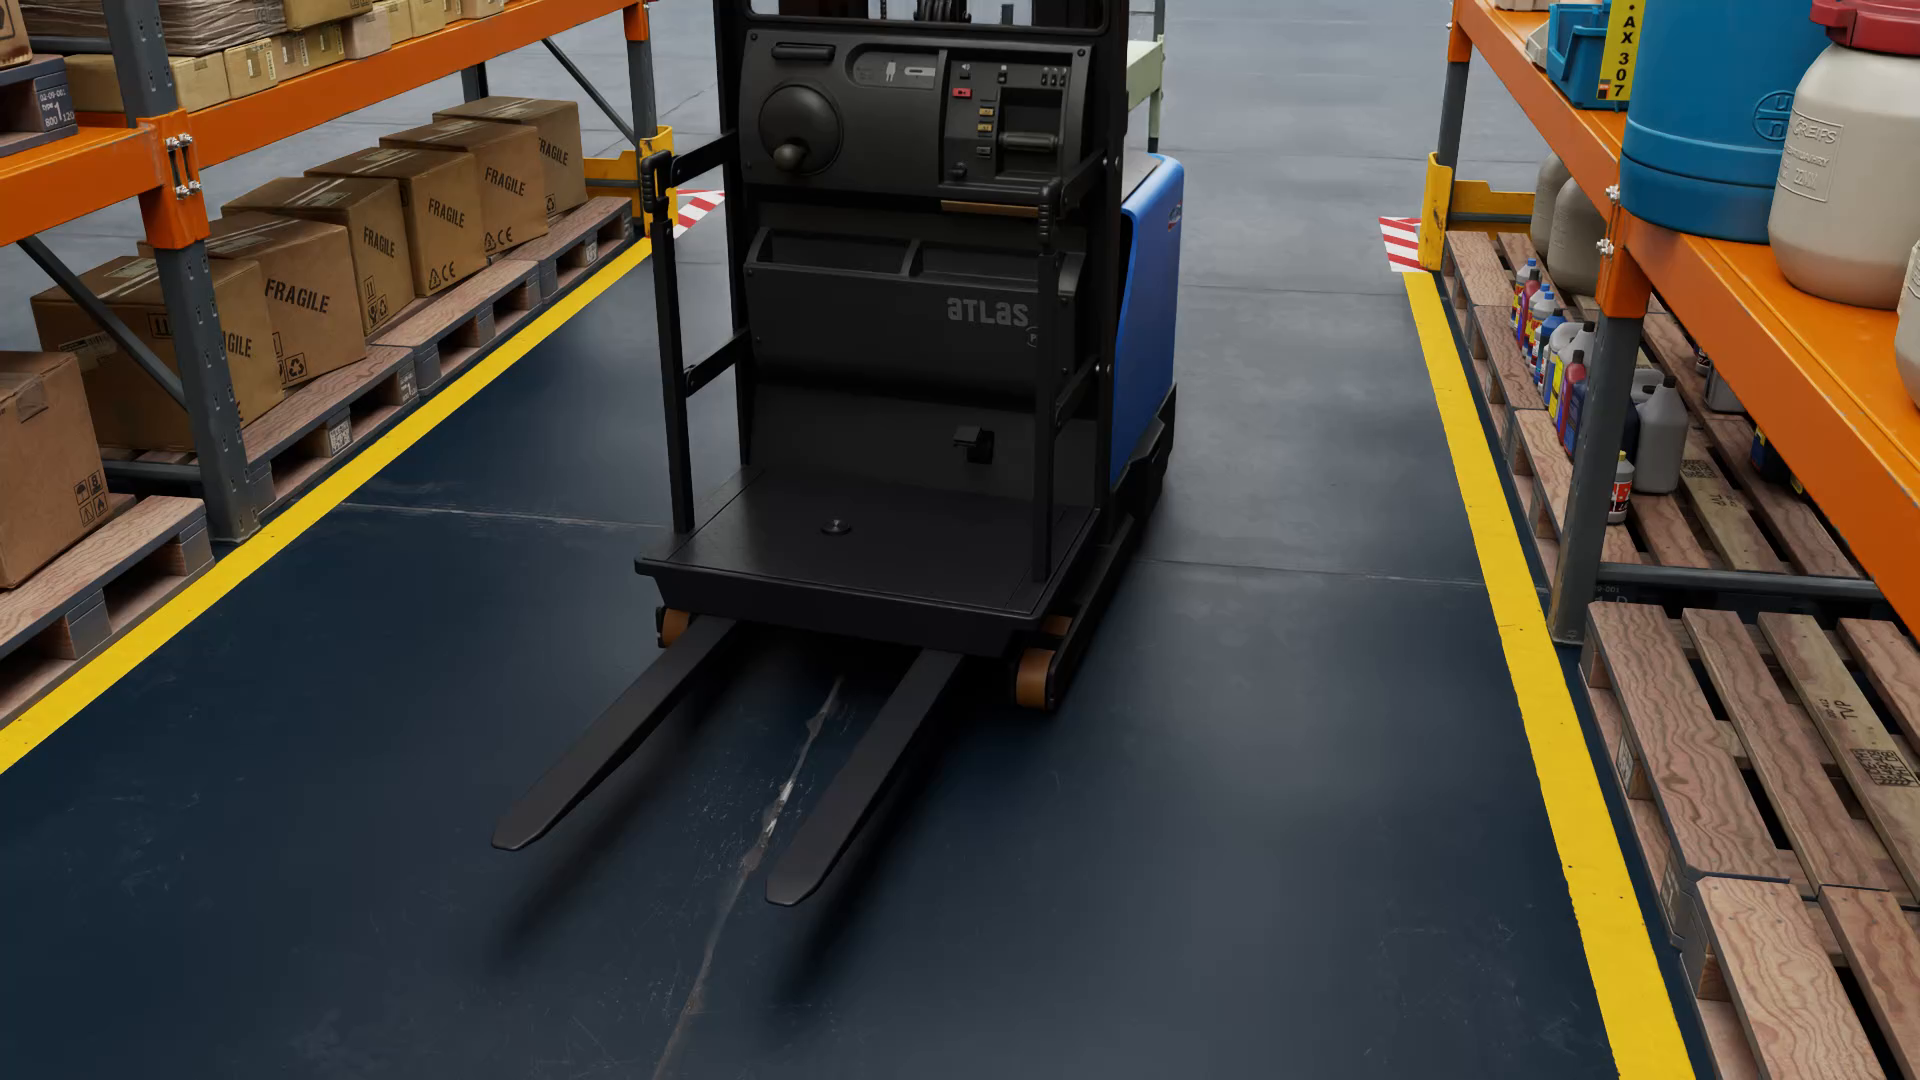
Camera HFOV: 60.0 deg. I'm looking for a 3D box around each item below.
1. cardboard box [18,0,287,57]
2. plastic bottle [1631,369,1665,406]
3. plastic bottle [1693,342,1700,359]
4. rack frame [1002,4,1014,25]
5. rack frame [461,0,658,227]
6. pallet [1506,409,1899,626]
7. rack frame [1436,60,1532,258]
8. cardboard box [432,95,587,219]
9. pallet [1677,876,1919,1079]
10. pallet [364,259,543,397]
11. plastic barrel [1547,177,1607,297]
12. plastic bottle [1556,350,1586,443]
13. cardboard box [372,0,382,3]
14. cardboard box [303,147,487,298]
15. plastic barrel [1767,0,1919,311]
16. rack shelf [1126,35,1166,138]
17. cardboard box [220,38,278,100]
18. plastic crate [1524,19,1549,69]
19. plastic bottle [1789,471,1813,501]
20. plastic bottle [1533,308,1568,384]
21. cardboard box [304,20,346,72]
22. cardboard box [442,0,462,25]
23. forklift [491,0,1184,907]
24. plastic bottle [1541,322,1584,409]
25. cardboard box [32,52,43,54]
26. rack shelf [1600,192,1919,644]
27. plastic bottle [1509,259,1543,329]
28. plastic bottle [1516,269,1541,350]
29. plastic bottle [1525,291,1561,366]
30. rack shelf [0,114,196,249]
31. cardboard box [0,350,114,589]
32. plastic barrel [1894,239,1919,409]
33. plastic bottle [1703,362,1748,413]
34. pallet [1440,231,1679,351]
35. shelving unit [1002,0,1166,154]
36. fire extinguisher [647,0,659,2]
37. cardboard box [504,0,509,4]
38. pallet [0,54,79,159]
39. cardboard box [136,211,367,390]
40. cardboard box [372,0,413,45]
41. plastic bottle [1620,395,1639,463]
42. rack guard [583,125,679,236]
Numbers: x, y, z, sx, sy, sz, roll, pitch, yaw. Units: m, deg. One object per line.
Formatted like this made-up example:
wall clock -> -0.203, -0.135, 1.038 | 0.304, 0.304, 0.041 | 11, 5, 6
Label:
cardboard box -> -2.601, -1.763, 5.009 | 0.875, 0.500, 0.500 | 4, 25, 9
plastic bottle -> 2.153, -0.391, 5.242 | 0.152, 0.276, 0.135 | 4, 25, 9
plastic bottle -> 2.763, -0.803, 6.112 | 0.061, 0.283, 0.133 | 4, 25, 9
rack frame -> 0.331, -1.056, 5.725 | 0.400, 1.500, 0.023 | 8, 26, 16
rack frame -> -2.082, -3.072, 8.275 | 1.000, 3.000, 0.127 | 4, 25, 9
pallet -> 2.302, -0.071, 5.153 | 1.003, 0.211, 1.213 | 4, 25, 9
rack frame -> 2.804, -2.729, 7.542 | 1.000, 3.000, 0.127 | 4, 25, 9
cardboard box -> -2.201, -1.870, 8.160 | 0.500, 0.500, 0.500 | 9, 27, 18
pallet -> 1.864, 1.050, 2.758 | 1.003, 0.211, 1.213 | 4, 25, 9
pallet -> -2.464, -0.931, 6.991 | 1.003, 0.211, 1.213 | 4, 25, 9
plastic barrel -> 2.690, -1.302, 6.933 | 0.421, 0.512, 0.421 | 0, 25, 0
plastic bottle -> 1.988, -0.466, 5.392 | 0.061, 0.283, 0.133 | 6, 26, 12
cardboard box -> -2.502, -2.186, 5.913 | 0.875, 0.500, 0.500 | 4, 25, 9
cardboard box -> -2.385, -1.357, 7.064 | 0.500, 0.500, 0.500 | 6, 26, 13
plastic barrel -> 1.778, -0.733, 3.116 | 0.433, 0.535, 0.433 | 0, 25, 0
rack shelf -> 0.441, -1.556, 5.879 | 0.431, 0.370, 0.720 | 8, 26, 16
cardboard box -> -2.350, -1.458, 5.123 | 0.380, 0.149, 0.250 | 4, 25, 9
plastic crate -> 2.166, -1.633, 5.512 | 0.530, 0.136, 0.437 | 4, 25, 9
plastic bottle -> 2.556, -0.272, 4.978 | 0.061, 0.283, 0.133 | 4, 25, 9
plastic bottle -> 2.095, -0.686, 5.876 | 0.097, 0.271, 0.097 | 0, 25, 0
cardboard box -> -2.305, -1.670, 5.575 | 0.380, 0.149, 0.250 | 4, 25, 9
cardboard box -> -2.176, -2.090, 6.474 | 0.380, 0.149, 0.250 | 4, 25, 9
forklift -> -0.188, -1.073, 4.085 | 1.130, 2.935, 3.031 | 8, 26, 16
plastic bottle -> 2.086, -0.594, 5.675 | 0.152, 0.276, 0.135 | 4, 25, 9
cardboard box -> -2.991, -1.396, 4.990 | 0.380, 0.149, 0.250 | 4, 25, 9
rack shelf -> 1.824, 0.106, 2.333 | 1.077, 0.370, 4.000 | 4, 25, 9
plastic bottle -> 2.201, -0.956, 6.453 | 0.097, 0.271, 0.097 | 0, 25, 0
plastic bottle -> 2.146, -0.868, 6.251 | 0.061, 0.283, 0.133 | 4, 25, 9
plastic bottle -> 2.128, -0.771, 6.057 | 0.097, 0.271, 0.097 | 0, 25, 0
rack shelf -> -3.063, -0.237, 3.066 | 1.077, 0.370, 4.000 | 4, 25, 9
cardboard box -> -2.857, -0.211, 4.592 | 0.700, 0.500, 0.500 | 2, 25, 4
plastic barrel -> 1.658, -0.426, 2.461 | 0.433, 0.535, 0.433 | 0, 25, 0
plastic bottle -> 2.642, -0.587, 5.660 | 0.152, 0.276, 0.135 | 4, 25, 9
pallet -> 2.700, -1.092, 7.333 | 1.003, 0.211, 1.213 | 4, 25, 9
shelving unit -> 0.440, -1.202, 6.042 | 0.431, 1.500, 0.755 | 8, 26, 16
fire extinguisher -> -1.609, -3.053, 8.325 | 0.296, 0.674, 0.183 | 4, 25, 9
cardboard box -> -2.113, -2.301, 6.924 | 0.380, 0.149, 0.250 | 4, 25, 9
pallet -> -3.004, -1.003, 4.080 | 1.003, 0.211, 1.213 | 4, 25, 9
cardboard box -> -2.545, -0.862, 6.006 | 0.500, 0.500, 0.500 | 13, 28, 25
cardboard box -> -2.224, -1.879, 6.022 | 0.380, 0.149, 0.250 | 4, 25, 9
plastic bottle -> 1.972, -0.345, 5.054 | 0.144, 0.351, 0.185 | 3, 25, 7
rack guard -> -2.094, -1.908, 8.737 | 1.175, 0.500, 0.348 | 4, 25, 9
